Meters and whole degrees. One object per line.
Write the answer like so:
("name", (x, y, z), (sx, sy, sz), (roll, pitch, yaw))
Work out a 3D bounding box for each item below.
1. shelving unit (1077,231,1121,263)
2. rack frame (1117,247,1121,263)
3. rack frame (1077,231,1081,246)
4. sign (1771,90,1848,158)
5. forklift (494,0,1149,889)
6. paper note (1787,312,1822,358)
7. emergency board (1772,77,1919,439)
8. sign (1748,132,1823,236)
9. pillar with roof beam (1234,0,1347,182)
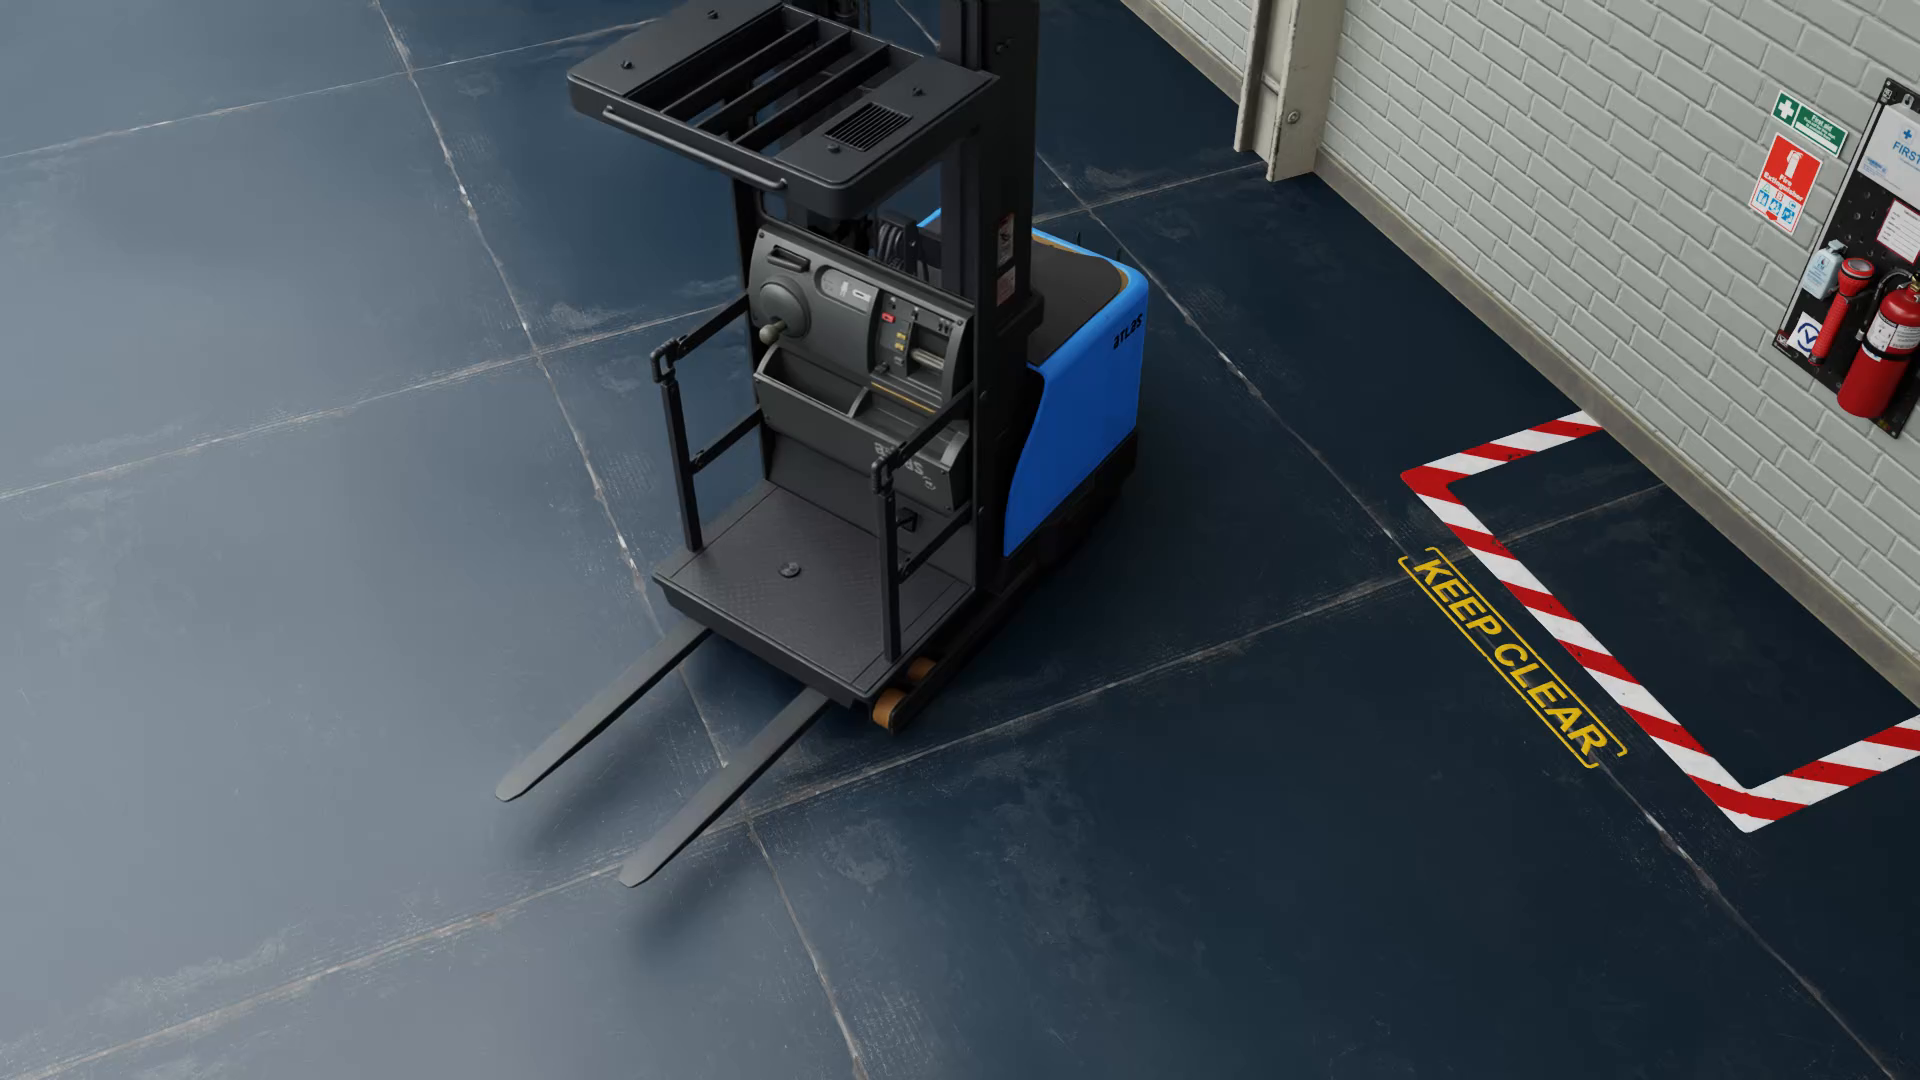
("shelving unit", (0.533, -0.904, 7.394), (0.210, 0.900, 0.258), (27, 50, 25))
("rack frame", (0.615, -0.862, 7.351), (0.006, 0.900, 0.240), (27, 50, 25))
("rack frame", (0.450, -0.946, 7.436), (0.006, 0.900, 0.240), (27, 50, 25))
("sign", (3.132, -1.538, 6.139), (0.001, 0.109, 0.331), (-18, 47, -17))
("forklift", (-0.494, -0.707, 5.748), (1.130, 2.935, 3.031), (27, 51, 25))
("paper note", (3.266, -0.779, 6.400), (0.016, 0.148, 0.142), (-18, 47, -17))
("emergency board", (3.278, -0.960, 5.956), (0.194, 1.169, 0.643), (-18, 47, -17))
("sign", (3.139, -1.355, 6.331), (0.001, 0.329, 0.234), (-18, 47, -17))
("pillar with roof beam", (-2.147, -4.061, 4.828), (9.100, 9.000, 0.400), (-18, 47, -17))
